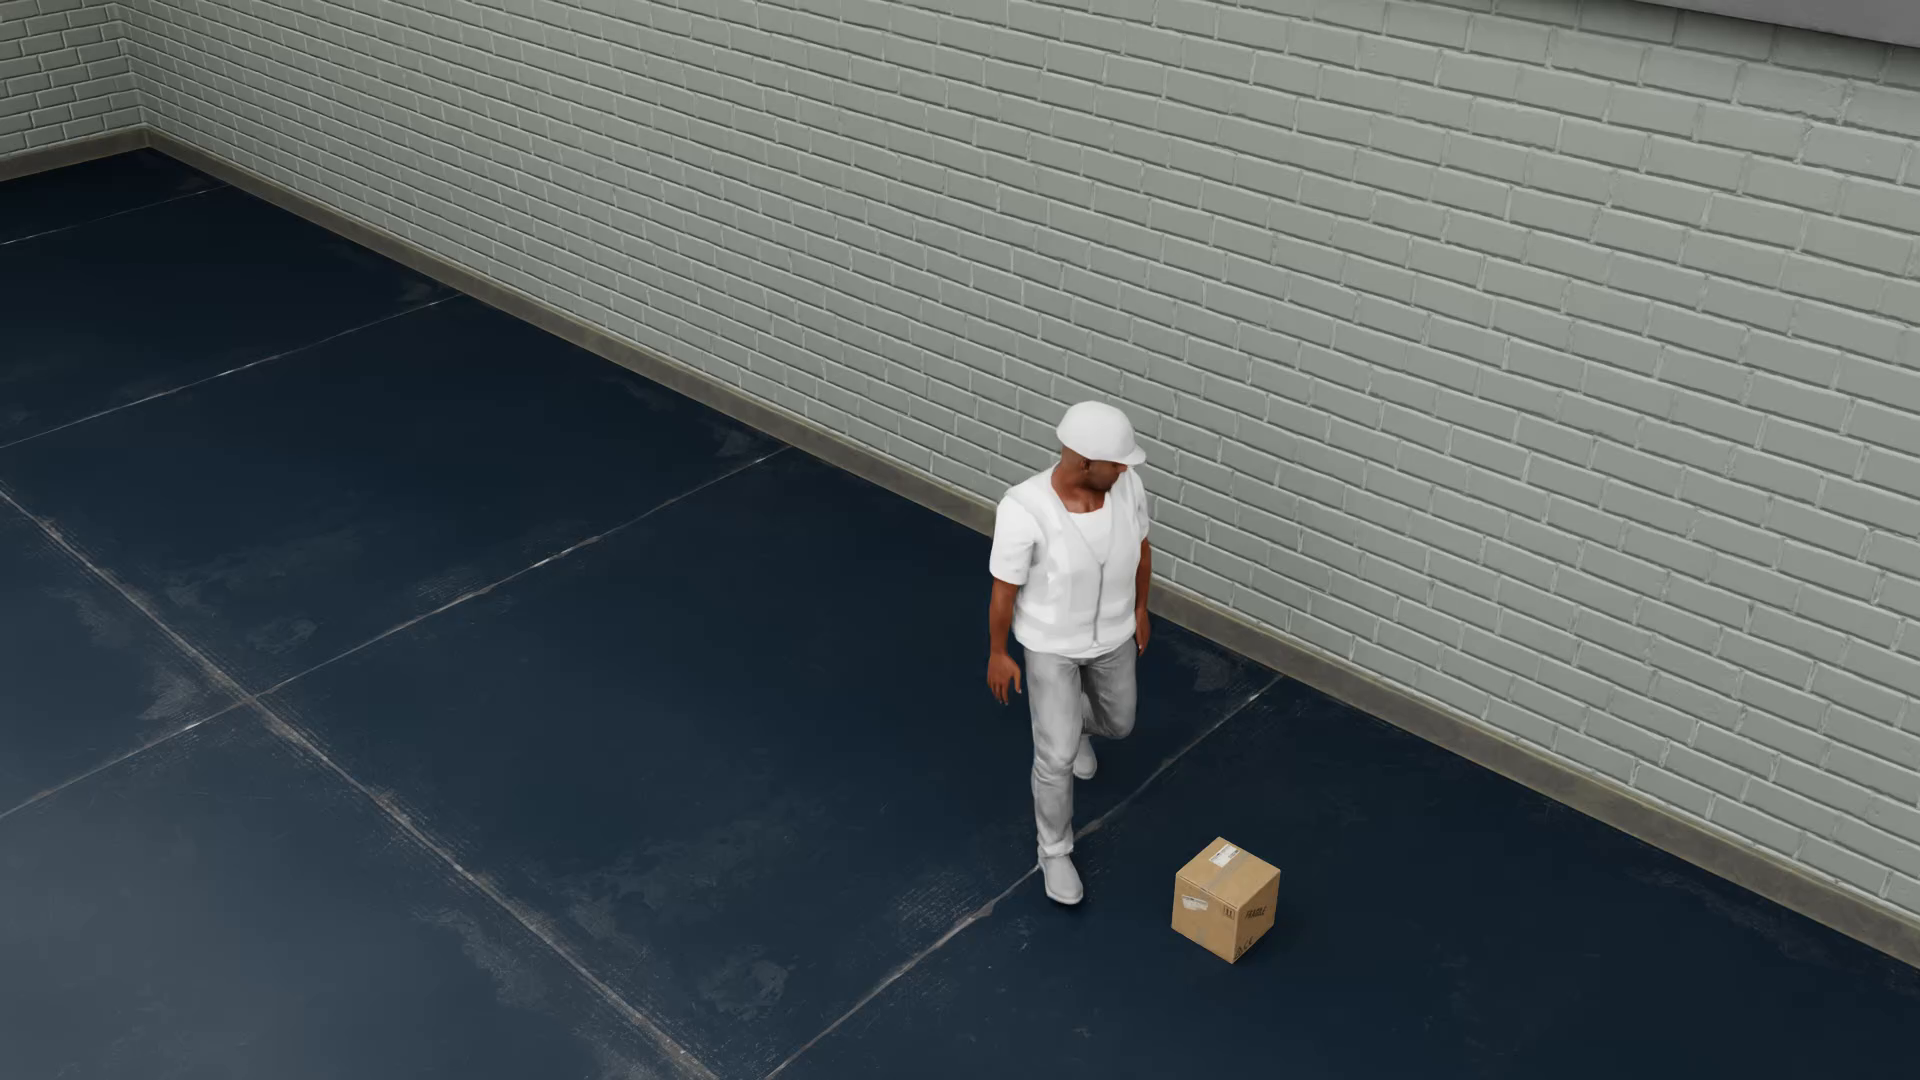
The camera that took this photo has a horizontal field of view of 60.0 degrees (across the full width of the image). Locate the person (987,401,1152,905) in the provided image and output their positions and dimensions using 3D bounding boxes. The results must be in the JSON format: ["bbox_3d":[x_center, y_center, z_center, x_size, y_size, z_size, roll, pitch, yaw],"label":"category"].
[{"bbox_3d":[0.373,0.303,5.602,0.620,1.752,0.806,-13,34,-21],"label":"person"}]
